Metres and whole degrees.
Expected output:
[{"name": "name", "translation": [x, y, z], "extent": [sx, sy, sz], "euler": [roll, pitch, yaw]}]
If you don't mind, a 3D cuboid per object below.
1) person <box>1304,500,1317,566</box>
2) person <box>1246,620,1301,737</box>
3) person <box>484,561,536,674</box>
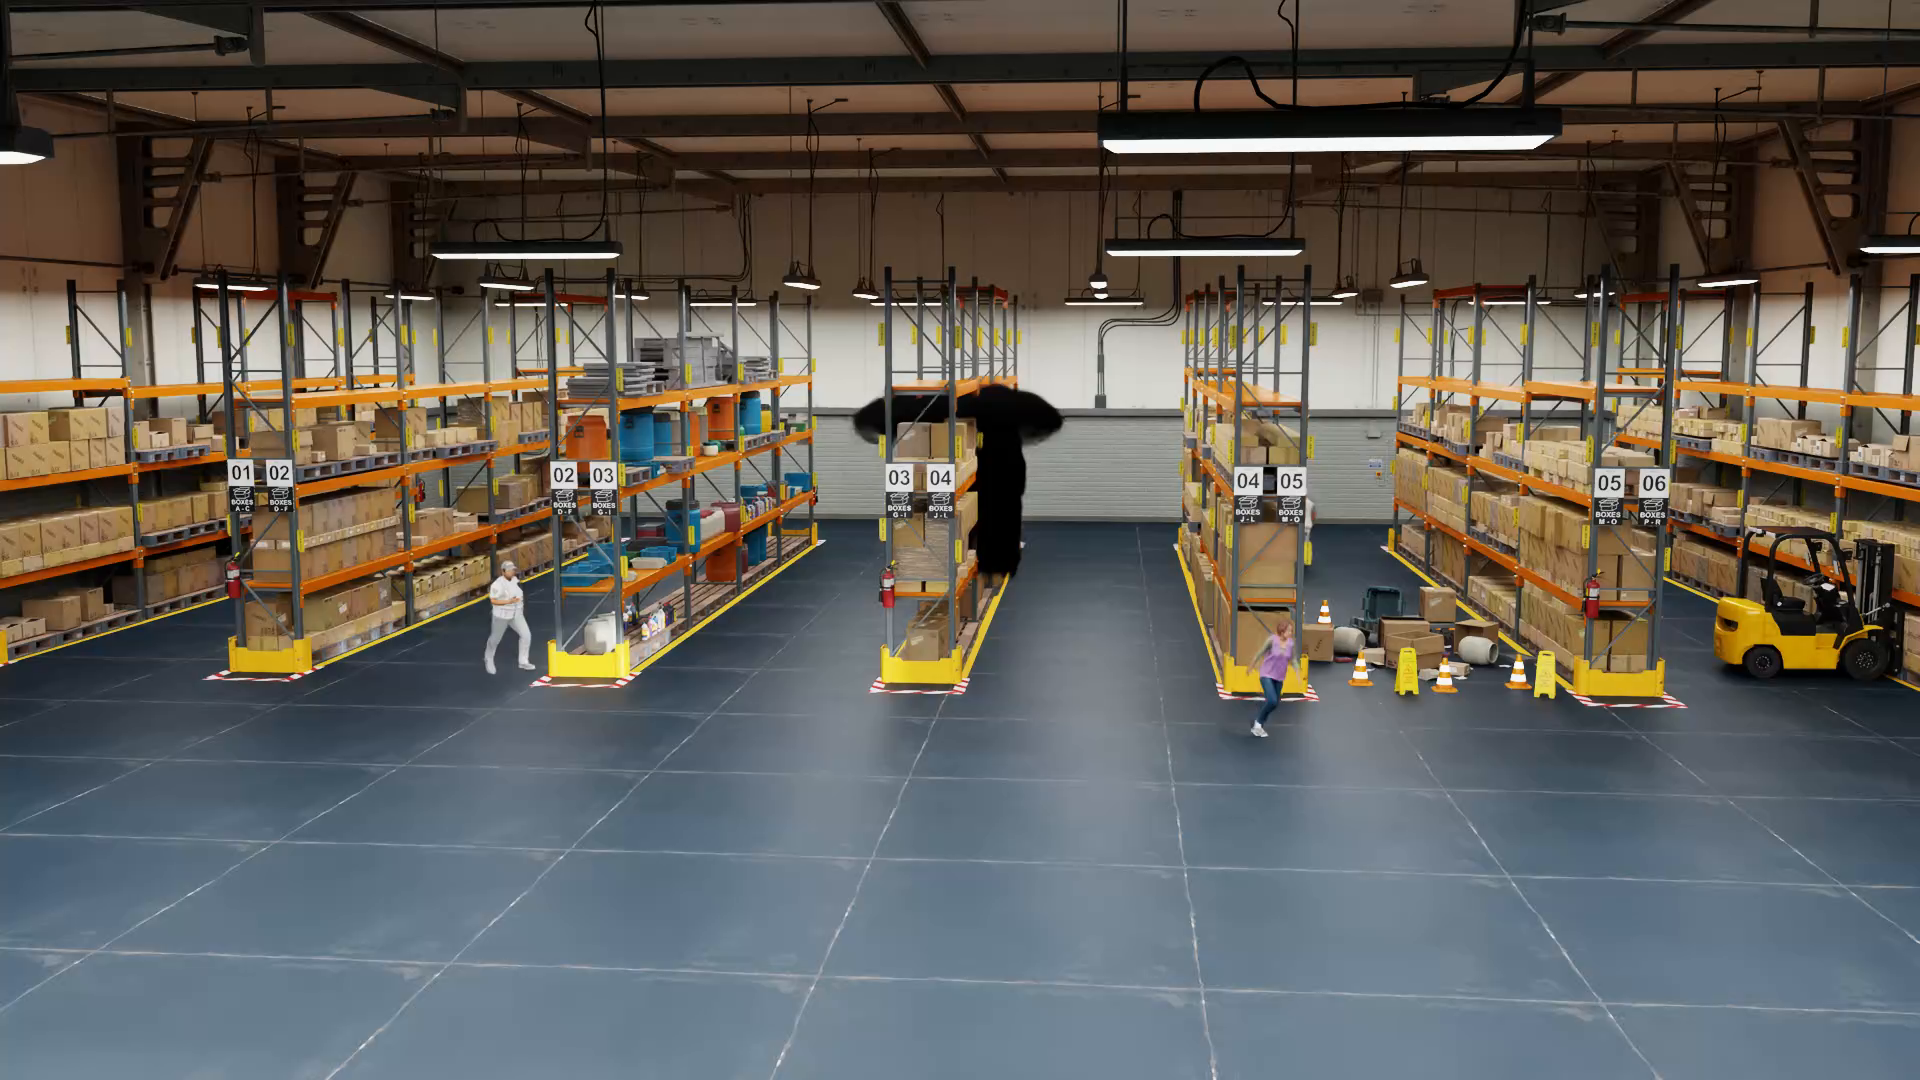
[{"name": "person", "translation": [7.544, -0.257, 36.301], "extent": [0.637, 1.736, 0.679], "euler": [-2, 7, -14]}, {"name": "person", "translation": [3.931, 1.728, 20.728], "extent": [0.508, 1.531, 0.692], "euler": [-3, 8, -23]}, {"name": "person", "translation": [-6.504, 1.121, 23.811], "extent": [0.982, 1.671, 0.593], "euler": [7, 10, 43]}]
